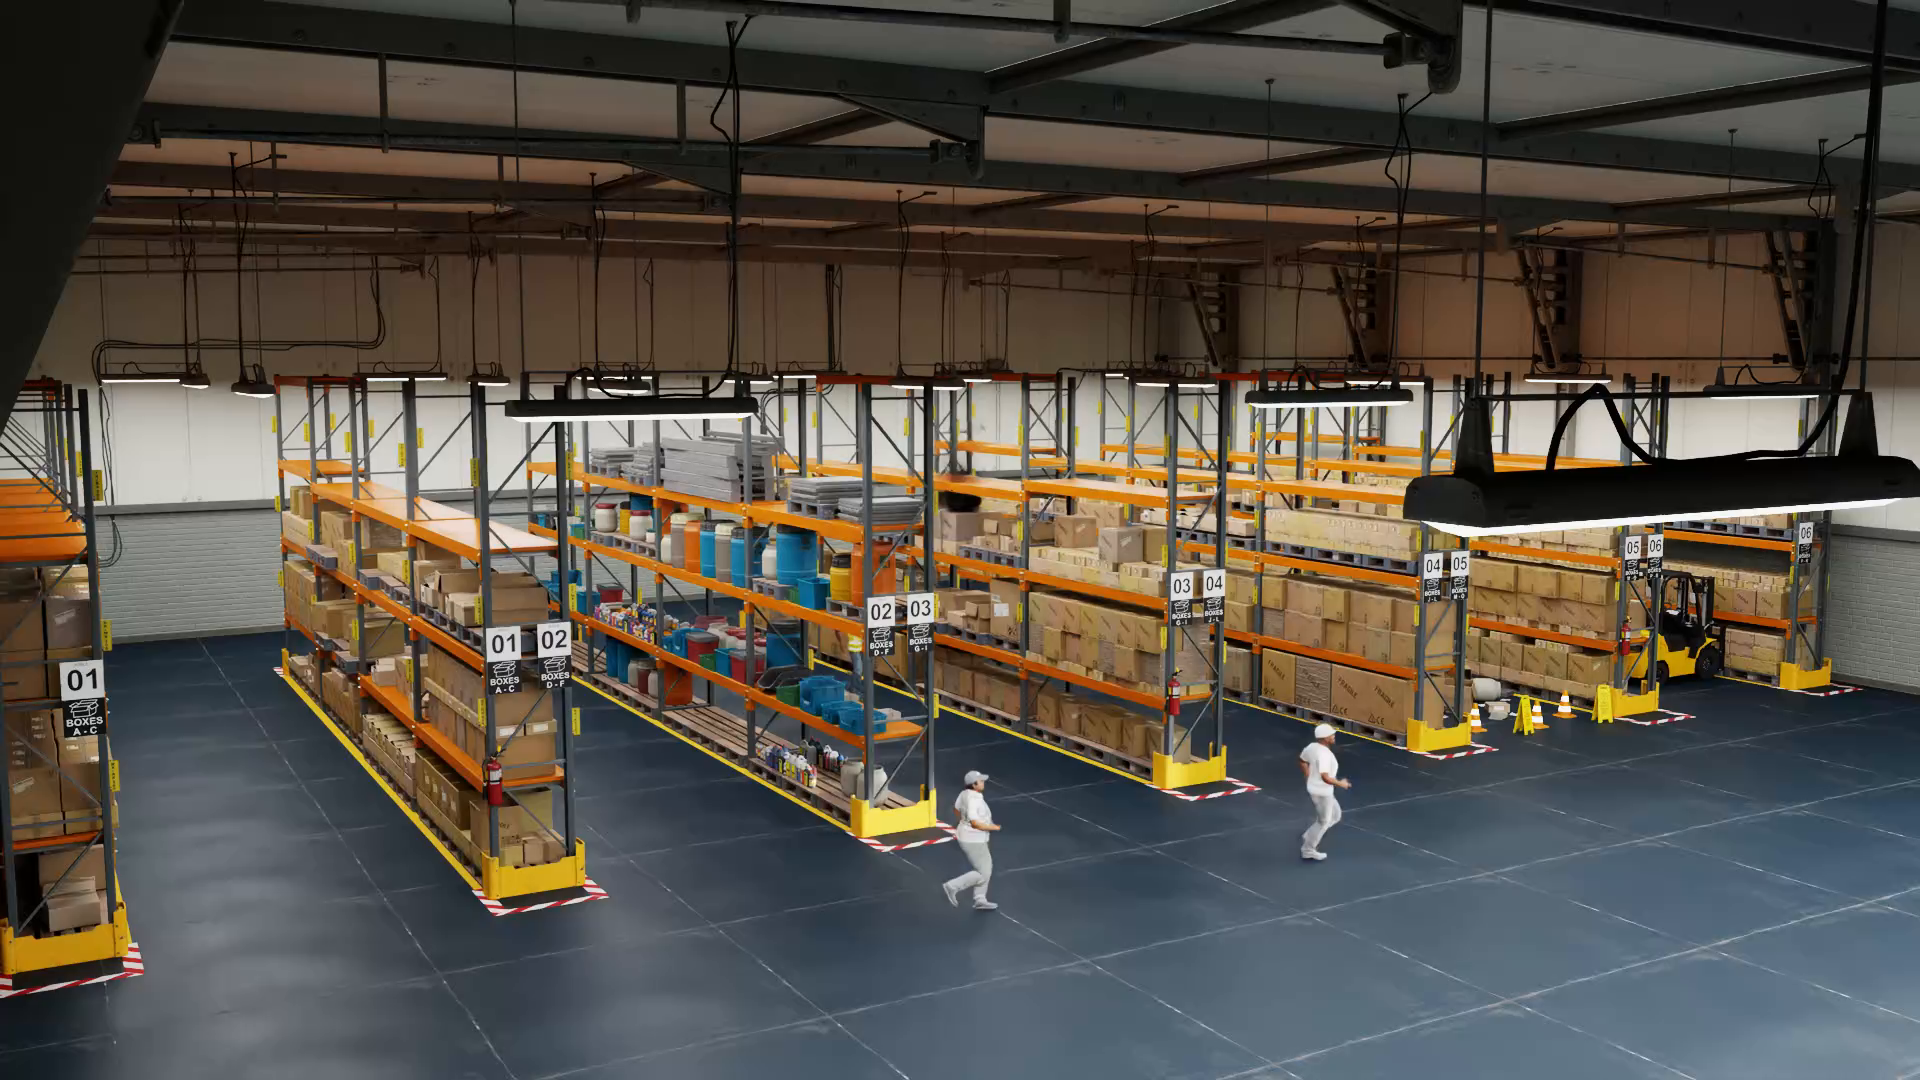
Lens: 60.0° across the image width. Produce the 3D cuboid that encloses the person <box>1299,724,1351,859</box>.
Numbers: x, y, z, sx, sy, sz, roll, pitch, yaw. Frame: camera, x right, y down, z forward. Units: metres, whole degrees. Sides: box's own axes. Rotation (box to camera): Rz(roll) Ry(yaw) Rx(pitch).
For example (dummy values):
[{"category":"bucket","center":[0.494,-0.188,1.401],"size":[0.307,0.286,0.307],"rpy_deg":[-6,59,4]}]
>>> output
[{"category":"person","center":[4.616,3.169,20.992],"size":[0.587,1.725,0.701],"rpy_deg":[0,6,1]}]

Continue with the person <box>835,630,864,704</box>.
[{"category":"person","center":[-1.750,1.998,29.055],"size":[0.672,1.876,0.743],"rpy_deg":[-5,8,-41]}]

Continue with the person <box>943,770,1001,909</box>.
[{"category":"person","center":[0.114,3.442,19.042],"size":[0.674,1.630,0.613],"rpy_deg":[-1,6,-12]}]

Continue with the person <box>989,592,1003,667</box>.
[{"category":"person","center":[0.785,1.678,33.114],"size":[0.646,1.752,0.604],"rpy_deg":[-4,8,-34]}]
